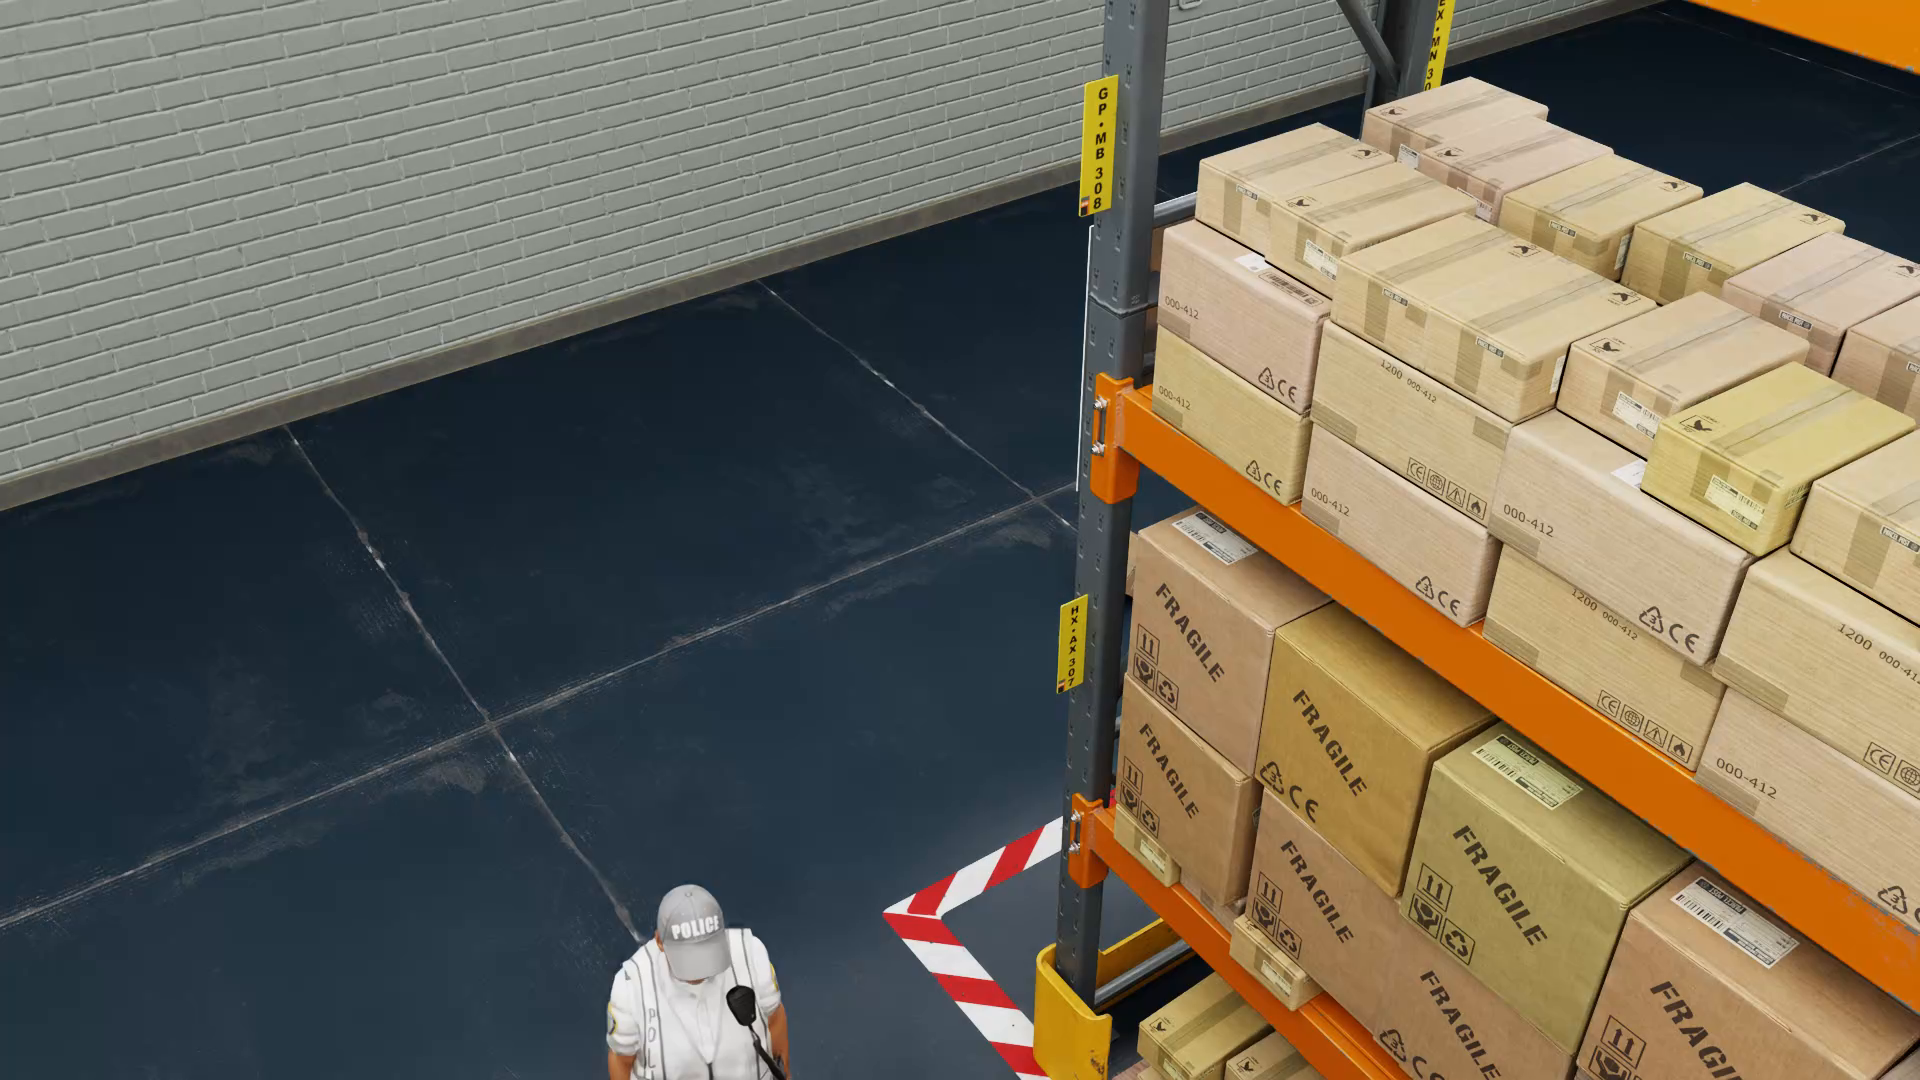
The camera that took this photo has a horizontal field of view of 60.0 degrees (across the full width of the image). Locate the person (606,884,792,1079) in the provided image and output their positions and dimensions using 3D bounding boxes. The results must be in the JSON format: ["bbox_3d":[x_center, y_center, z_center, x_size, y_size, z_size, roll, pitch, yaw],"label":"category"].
[{"bbox_3d":[-0.725,1.623,4.772,0.519,1.652,0.466,-10,38,-13],"label":"person"}]
